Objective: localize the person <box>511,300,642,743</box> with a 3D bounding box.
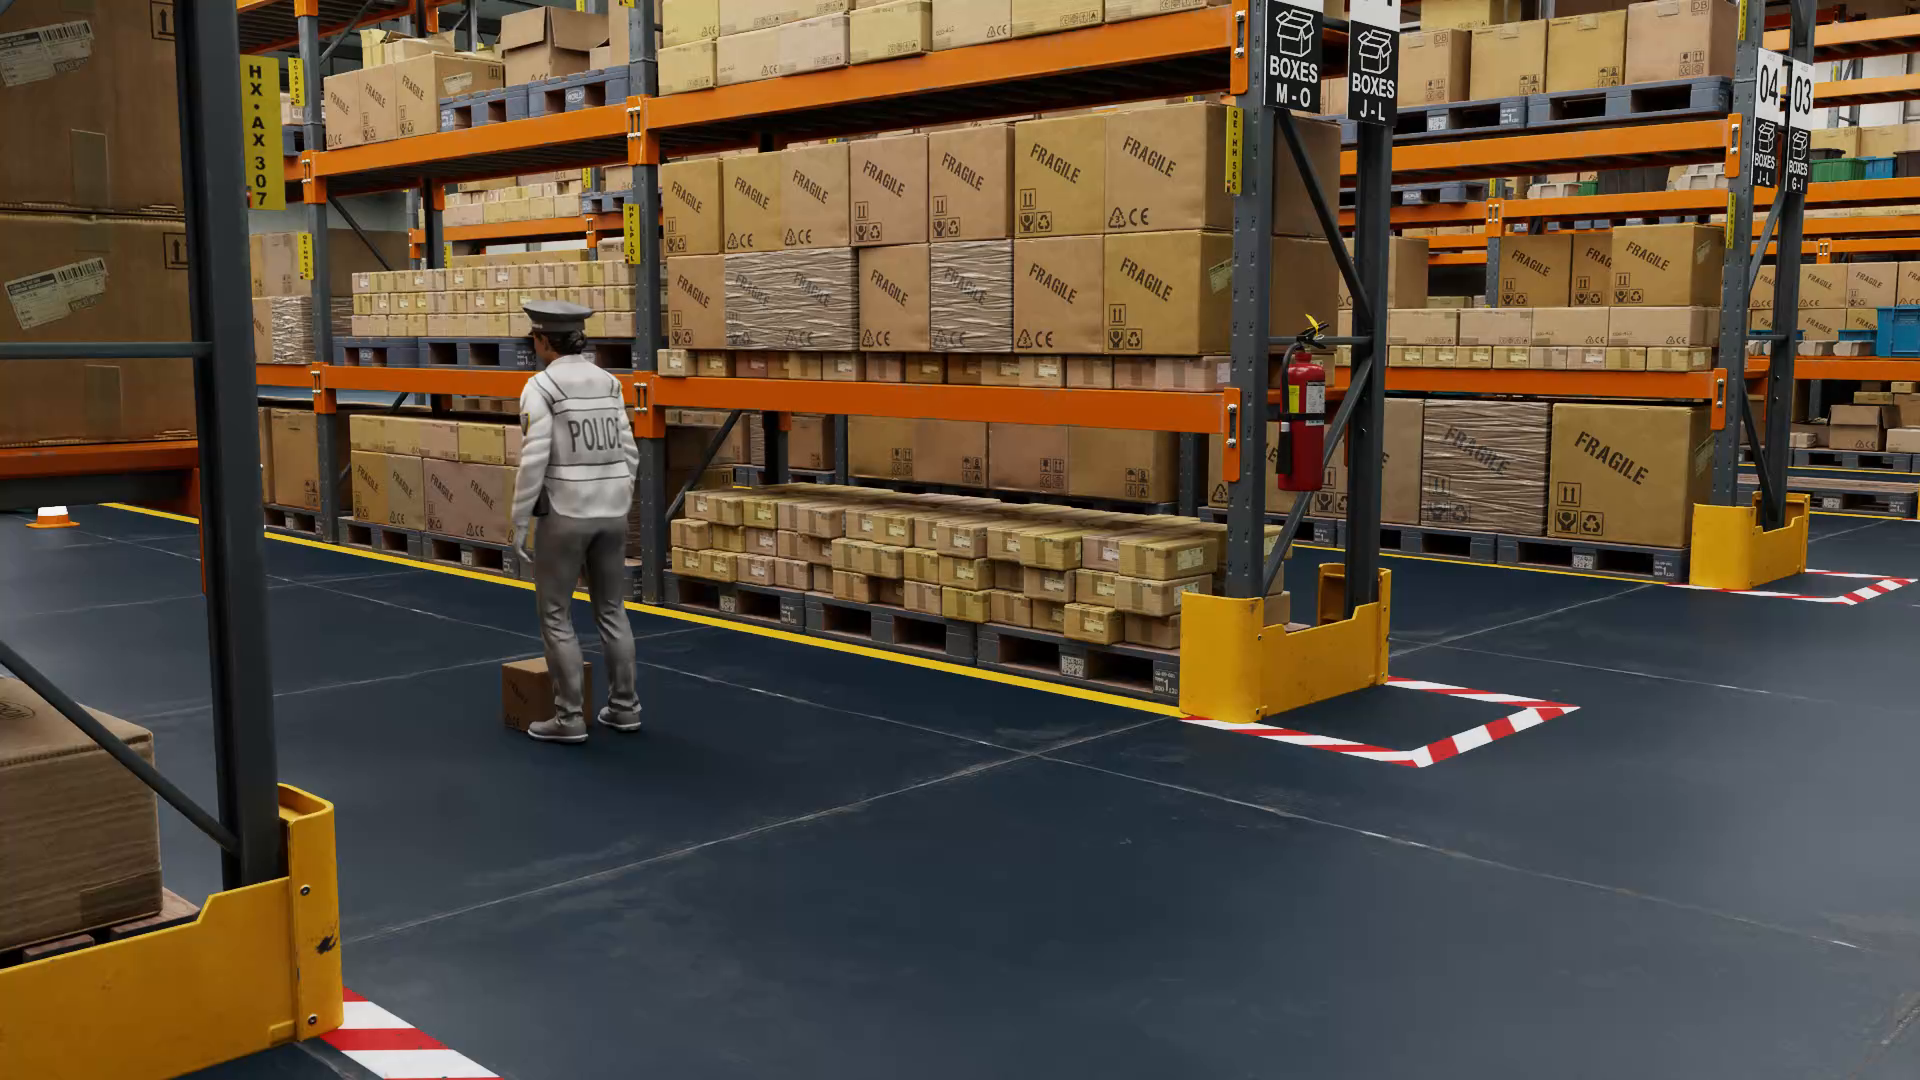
[{"bbox_3d":[-1.453,-0.071,6.304,0.369,1.667,0.547,6,9,40],"label":"person"}]
